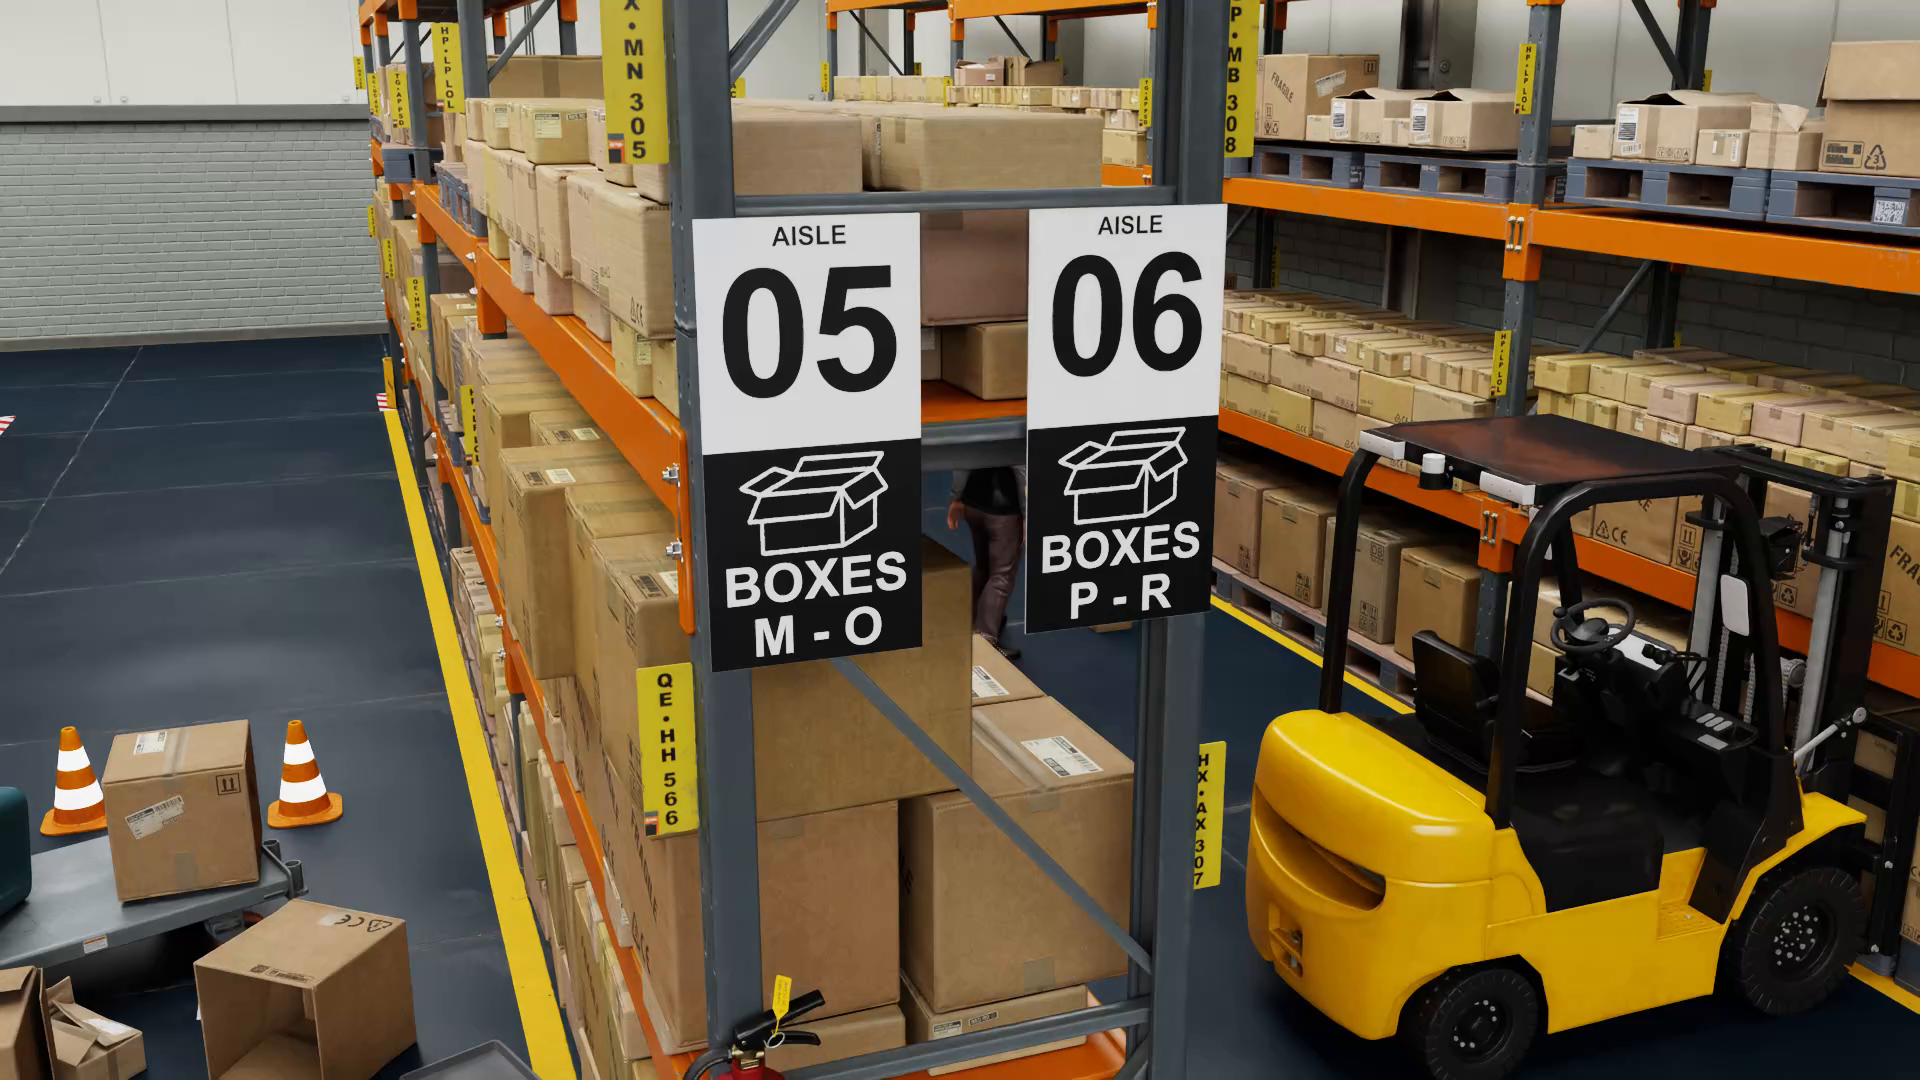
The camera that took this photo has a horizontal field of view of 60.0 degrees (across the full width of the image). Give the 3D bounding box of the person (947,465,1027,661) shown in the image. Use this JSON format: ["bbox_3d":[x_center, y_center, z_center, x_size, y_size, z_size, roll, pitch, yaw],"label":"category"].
[{"bbox_3d":[0.229,-0.154,10.135,0.681,1.708,0.669,-13,20,-40],"label":"person"}]
